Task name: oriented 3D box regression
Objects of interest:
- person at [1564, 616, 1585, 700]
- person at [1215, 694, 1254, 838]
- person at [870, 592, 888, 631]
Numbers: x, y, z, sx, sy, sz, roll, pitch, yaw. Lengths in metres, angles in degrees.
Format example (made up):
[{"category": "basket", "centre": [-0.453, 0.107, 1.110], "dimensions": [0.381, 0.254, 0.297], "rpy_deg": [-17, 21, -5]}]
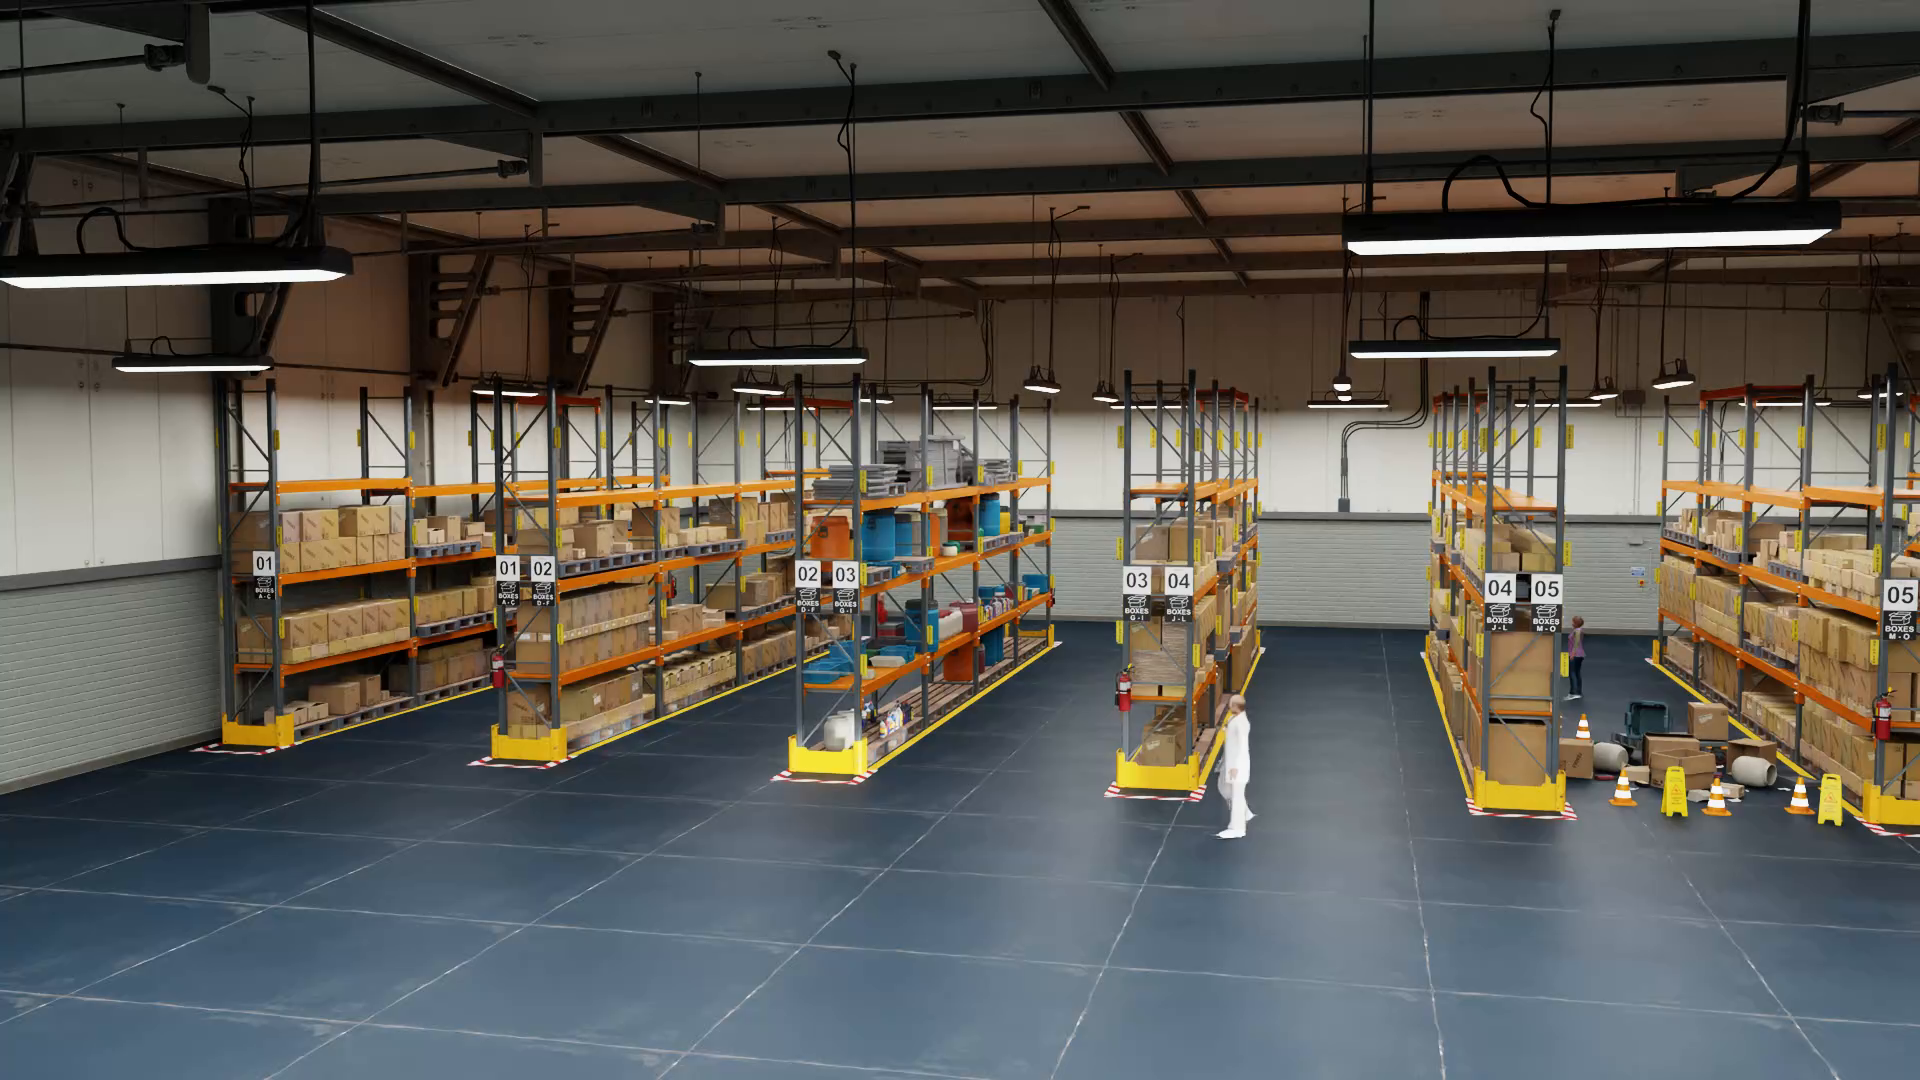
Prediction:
[{"category": "person", "centre": [11.928, 2.283, 32.249], "dimensions": [0.322, 1.620, 0.506], "rpy_deg": [3, 5, 44]}, {"category": "person", "centre": [3.488, 2.836, 21.066], "dimensions": [0.566, 1.780, 0.661], "rpy_deg": [0, 3, -8]}, {"category": "person", "centre": [-1.707, 1.964, 36.005], "dimensions": [0.441, 1.725, 0.604], "rpy_deg": [0, 3, 5]}]
